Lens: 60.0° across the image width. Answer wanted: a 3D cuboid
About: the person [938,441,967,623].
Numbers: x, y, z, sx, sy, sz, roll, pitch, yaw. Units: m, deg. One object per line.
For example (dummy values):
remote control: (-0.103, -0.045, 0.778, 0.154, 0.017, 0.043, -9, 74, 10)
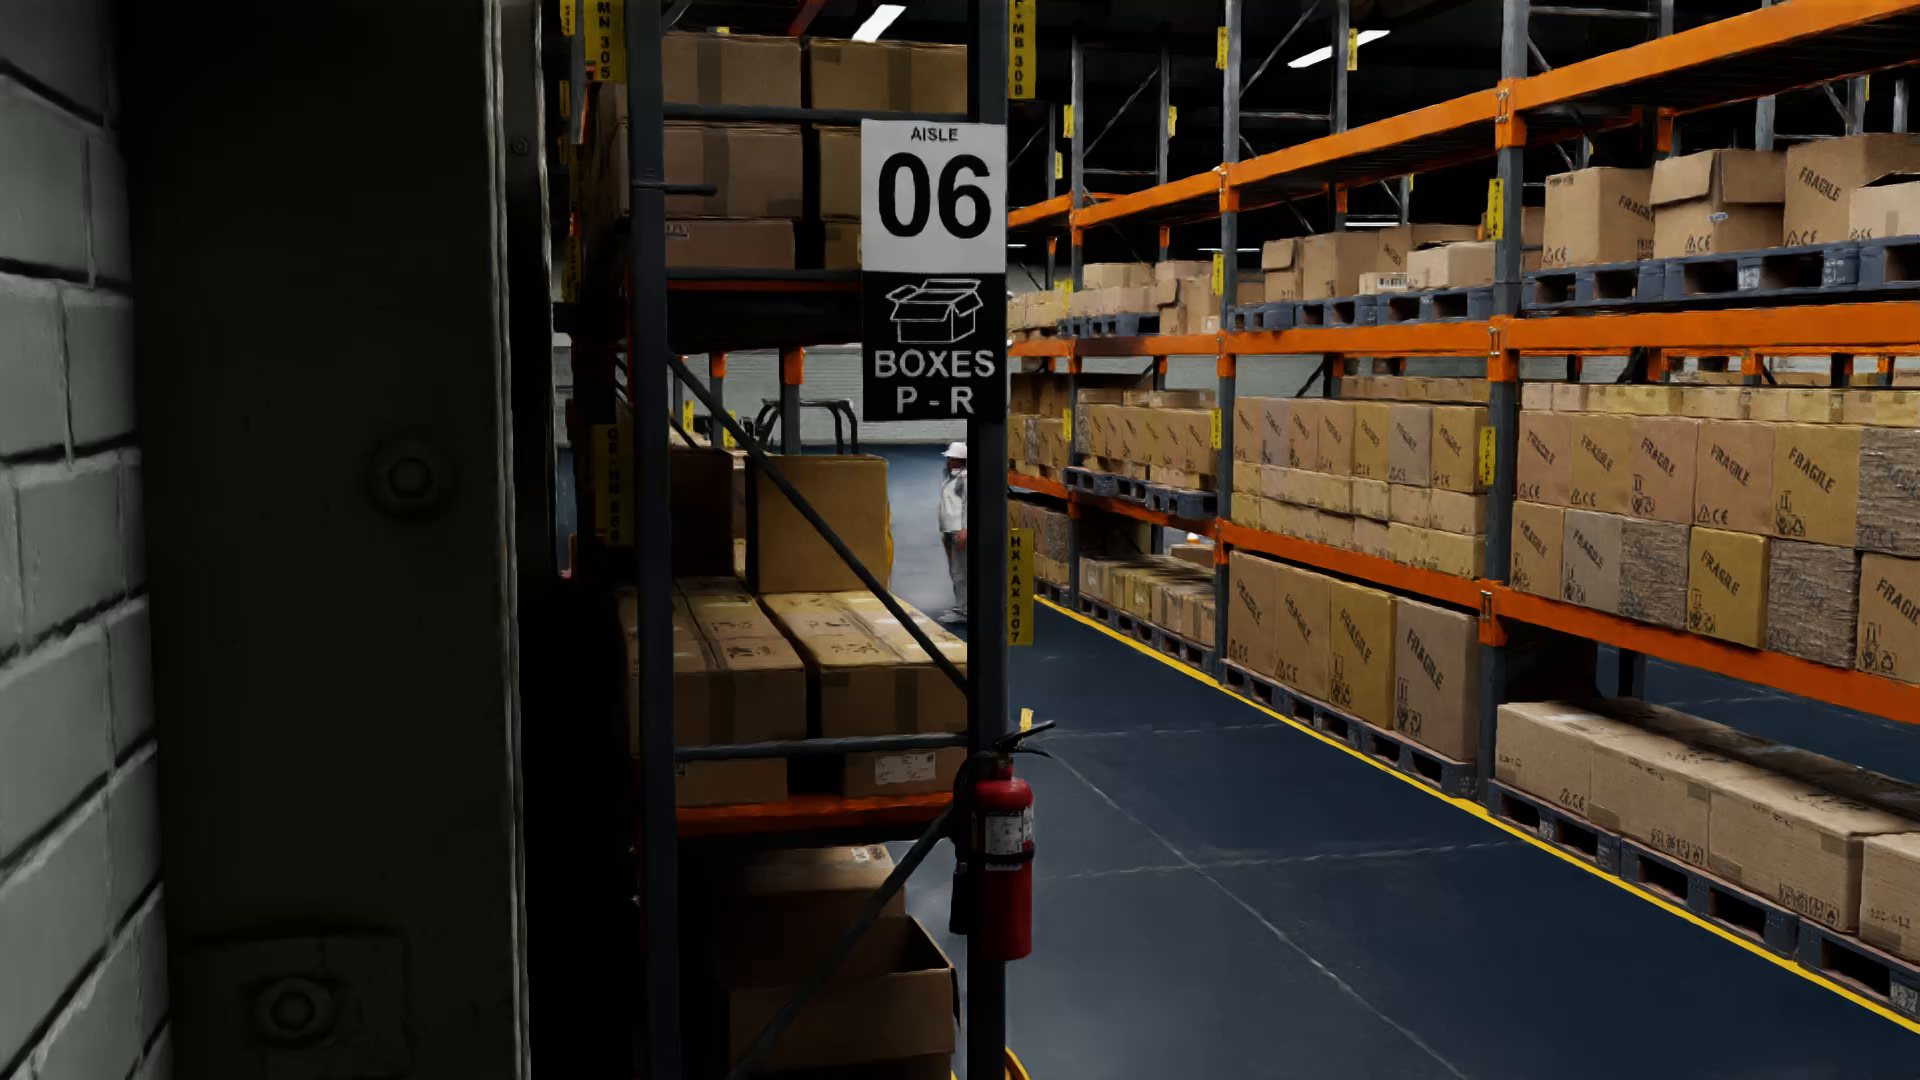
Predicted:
person: (-0.042, -0.082, 16.411, 0.441, 1.779, 0.647, -2, 6, -20)
